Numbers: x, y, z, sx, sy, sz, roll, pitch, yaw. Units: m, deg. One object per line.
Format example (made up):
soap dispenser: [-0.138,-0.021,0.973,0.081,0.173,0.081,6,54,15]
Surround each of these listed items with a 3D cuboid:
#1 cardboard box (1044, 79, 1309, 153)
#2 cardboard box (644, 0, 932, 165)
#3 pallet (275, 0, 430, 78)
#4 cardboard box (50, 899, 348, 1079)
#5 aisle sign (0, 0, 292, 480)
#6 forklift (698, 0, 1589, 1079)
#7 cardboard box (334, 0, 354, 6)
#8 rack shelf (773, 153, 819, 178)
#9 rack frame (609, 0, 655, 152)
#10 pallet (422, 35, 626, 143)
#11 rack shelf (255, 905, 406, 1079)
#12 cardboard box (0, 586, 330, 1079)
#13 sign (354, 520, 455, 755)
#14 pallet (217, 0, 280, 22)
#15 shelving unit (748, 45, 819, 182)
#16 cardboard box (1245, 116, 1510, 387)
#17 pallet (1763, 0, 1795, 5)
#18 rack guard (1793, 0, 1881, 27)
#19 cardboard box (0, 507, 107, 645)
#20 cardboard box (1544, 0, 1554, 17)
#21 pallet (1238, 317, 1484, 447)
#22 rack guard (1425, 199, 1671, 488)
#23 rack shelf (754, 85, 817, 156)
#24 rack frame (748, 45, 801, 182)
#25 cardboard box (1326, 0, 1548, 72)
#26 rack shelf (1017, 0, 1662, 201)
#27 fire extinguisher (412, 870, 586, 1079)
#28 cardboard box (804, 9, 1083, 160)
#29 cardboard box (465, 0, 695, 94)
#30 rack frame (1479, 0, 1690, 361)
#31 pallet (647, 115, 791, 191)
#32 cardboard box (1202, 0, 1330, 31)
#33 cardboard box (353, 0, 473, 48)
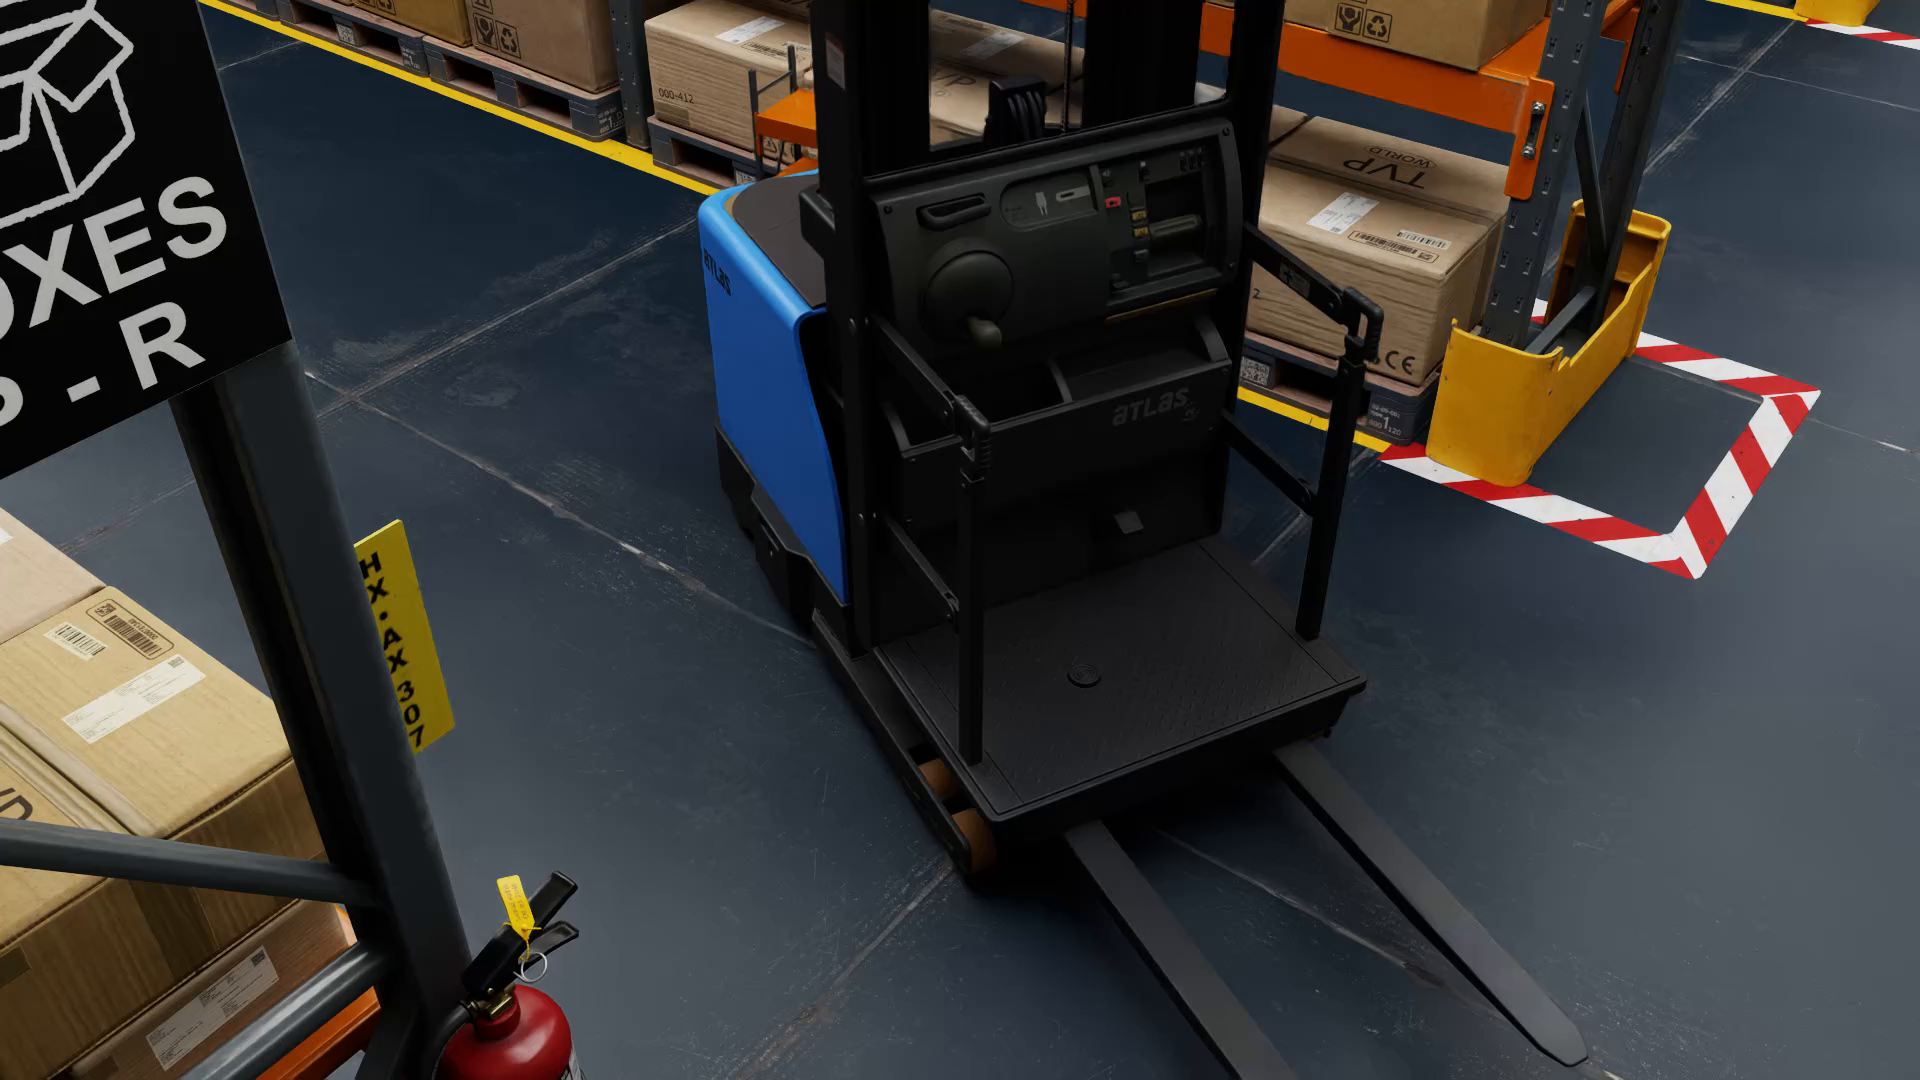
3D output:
cardboard box: [0.703,-1.390,6.330,0.875,0.438,0.875,27,45,30]
cardboard box: [-0.724,-2.064,7.190,0.875,0.438,0.875,25,44,28]
pallet: [-2.789,-2.806,8.662,1.213,0.211,1.003,25,45,29]
cardboard box: [-1.087,0.577,2.284,0.250,0.149,0.380,25,44,28]
aisle sign: [-0.760,-0.407,1.227,0.004,0.787,0.394,25,45,29]
forklift: [0.345,-0.631,3.678,1.130,2.935,3.031,-17,41,-21]
cardboard box: [-3.131,-3.386,8.525,0.875,0.875,0.875,26,45,29]
rack shelf: [-0.381,-1.098,5.426,0.480,0.148,0.258,19,42,23]
rack frame: [-1.157,-3.195,6.897,0.127,3.000,1.000,25,45,29]
pallet: [-1.816,-2.349,8.079,1.213,0.211,1.003,25,45,29]
rack shelf: [-2.581,0.269,3.056,4.000,0.370,1.077,25,45,29]
cardboard box: [-1.190,0.375,2.218,0.500,0.250,0.500,25,45,29]
sign: [-0.663,0.129,1.950,0.005,0.325,0.100,25,45,29]
pallet: [-3.754,-3.263,9.246,1.213,0.211,1.003,25,45,29]
shelving unit: [-0.381,-0.975,5.522,0.503,1.200,0.258,19,42,23]
cardboard box: [1.435,-1.051,5.897,0.875,0.438,0.875,24,44,27]
pallet: [4.263,-3.410,9.435,1.213,0.211,1.003,25,45,29]
rack guard: [4.886,-3.203,8.935,0.348,0.500,1.175,25,45,29]
cardboard box: [-1.590,0.187,2.459,0.500,0.250,0.500,26,45,29]
cardboard box: [1.813,-2.056,5.362,0.500,0.500,0.500,25,44,28]
pallet: [1.337,-0.860,6.177,1.213,0.211,1.003,25,45,29]
rack guard: [2.039,-0.703,5.743,0.348,0.500,1.175,25,45,29]
rack shelf: [-0.381,-1.284,5.280,0.480,0.148,0.258,19,42,23]
rack frame: [-0.594,-1.048,5.616,0.015,1.200,0.240,19,42,23]
cardboard box: [1.476,-1.787,5.018,0.500,0.500,0.500,26,45,29]
rack shelf: [0.431,-2.162,6.162,4.000,0.370,1.077,25,45,29]
fire extinguisher: [-0.595,0.741,2.235,0.183,0.674,0.296,25,45,29]
cardboard box: [-0.013,-1.729,6.762,0.875,0.438,0.875,24,44,27]
cardboard box: [-1.699,-2.717,7.669,0.875,0.875,0.875,27,45,30]
rack frame: [2.020,-1.697,4.984,0.127,3.000,1.000,25,45,29]
pallet: [-0.601,-1.774,7.344,1.213,0.211,1.003,25,45,29]
cardboard box: [1.086,-1.982,5.268,0.500,0.500,0.500,24,44,28]
cardboard box: [-2.421,-3.051,8.097,0.875,0.875,0.875,27,45,30]
